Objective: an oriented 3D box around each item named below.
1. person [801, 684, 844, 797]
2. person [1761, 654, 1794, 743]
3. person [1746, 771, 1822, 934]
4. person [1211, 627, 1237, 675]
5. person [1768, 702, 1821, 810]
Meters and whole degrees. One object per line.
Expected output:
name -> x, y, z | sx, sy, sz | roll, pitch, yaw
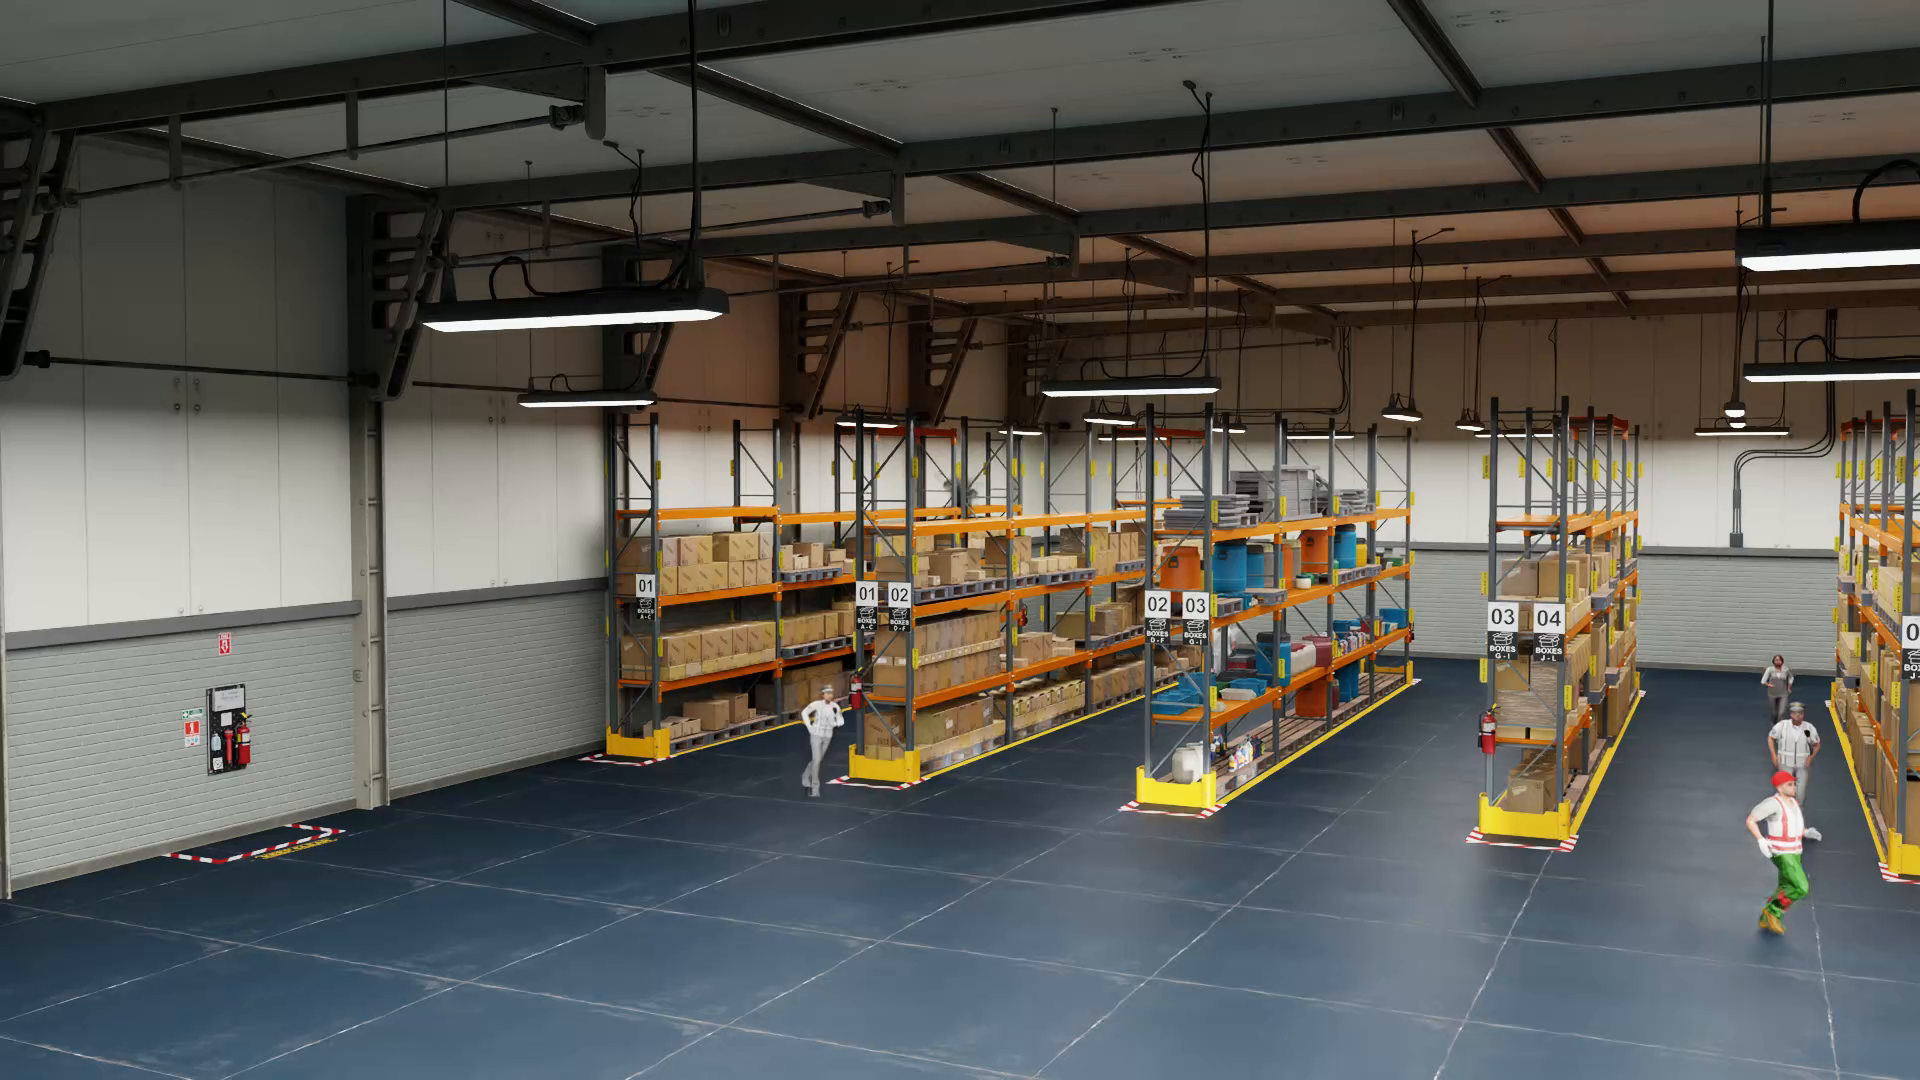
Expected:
person -> -2.139, 3.094, 25.913 | 0.619, 1.730, 0.815 | -1, 3, -27
person -> 15.071, 2.897, 30.666 | 0.544, 1.596, 0.892 | 1, 3, 25
person -> 8.867, 3.352, 17.799 | 0.639, 1.741, 0.645 | -2, 3, -35
person -> 5.779, 2.581, 36.981 | 0.713, 1.747, 0.743 | 1, 3, 18
person -> 11.747, 3.144, 23.420 | 0.668, 1.747, 0.526 | 1, 3, 23
